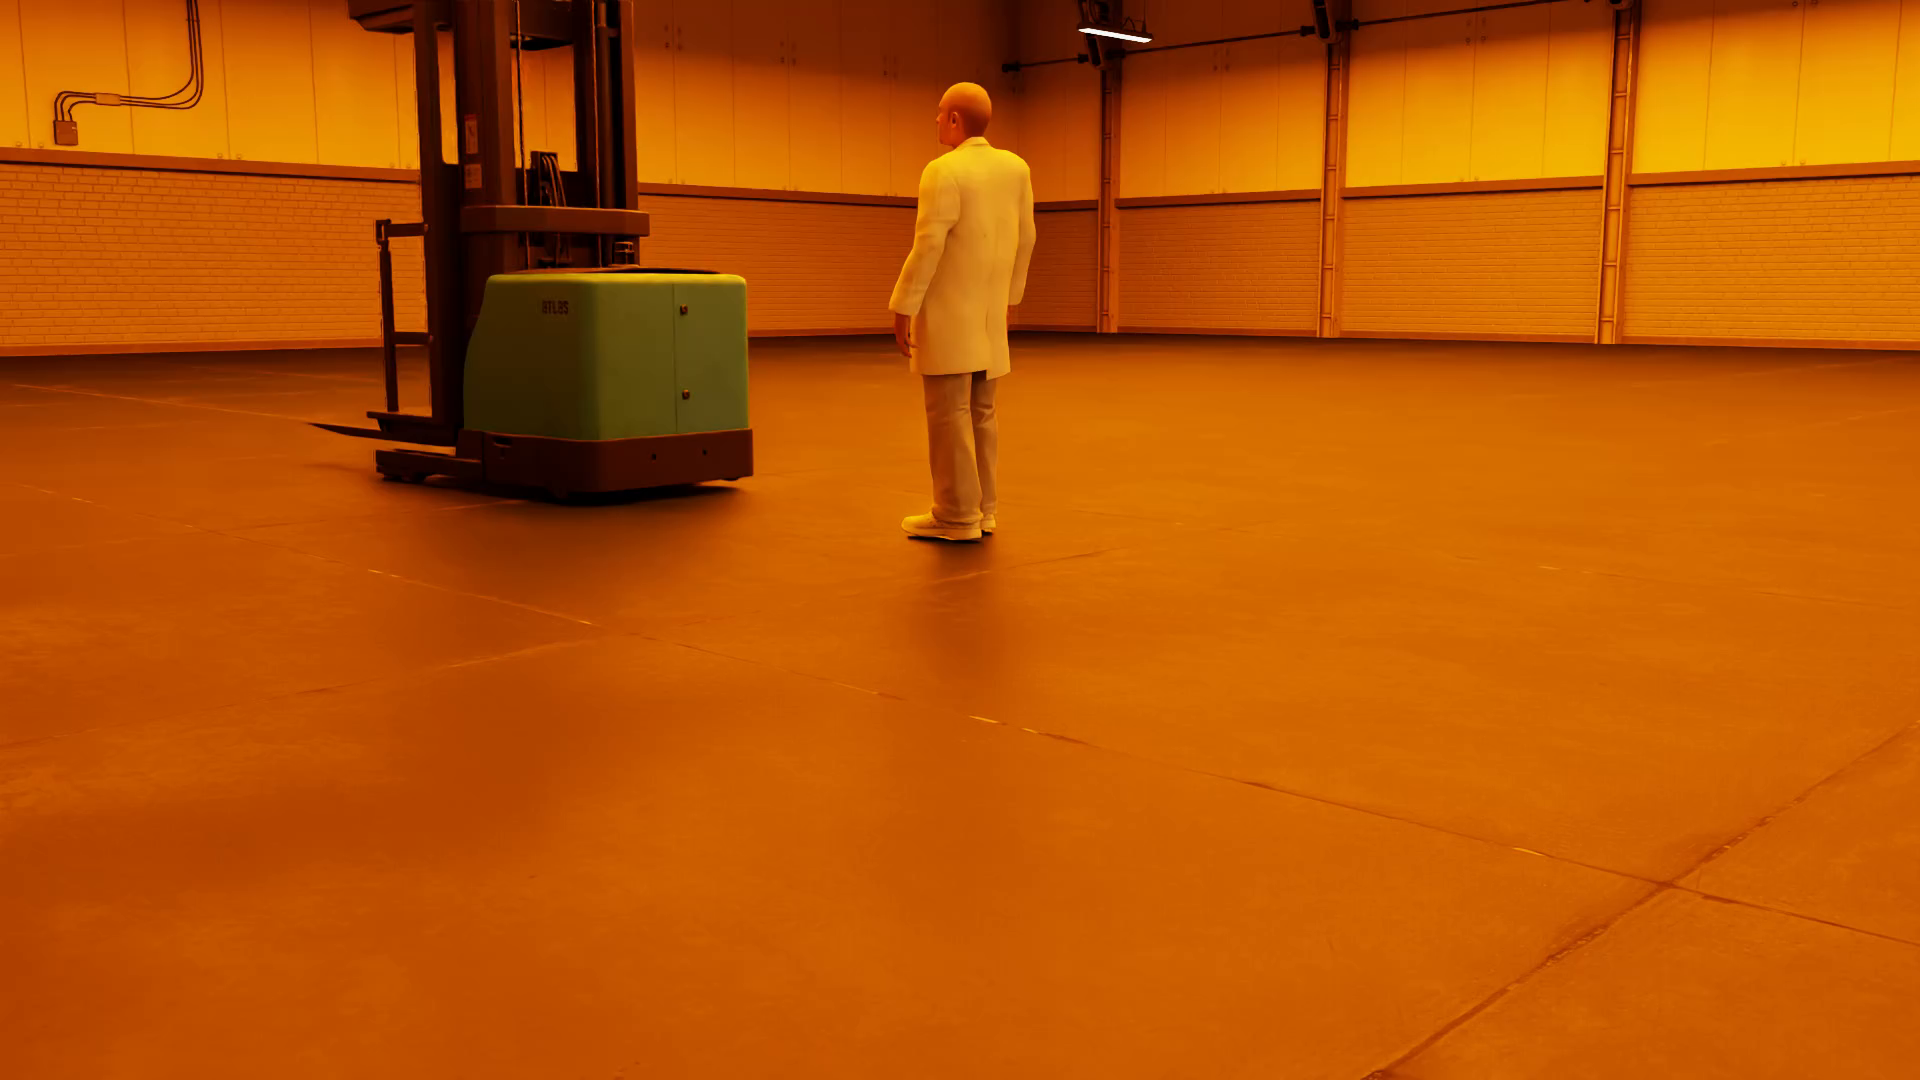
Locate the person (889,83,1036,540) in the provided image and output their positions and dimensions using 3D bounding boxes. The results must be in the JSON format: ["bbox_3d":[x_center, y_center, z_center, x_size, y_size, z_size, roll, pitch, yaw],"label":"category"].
[{"bbox_3d":[-0.063,-0.896,6.649,0.578,1.777,0.698,8,12,43],"label":"person"}]

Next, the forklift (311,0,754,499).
[{"bbox_3d":[-2.471,-1.799,8.821,3.031,2.935,1.130,8,12,42],"label":"forklift"}]
